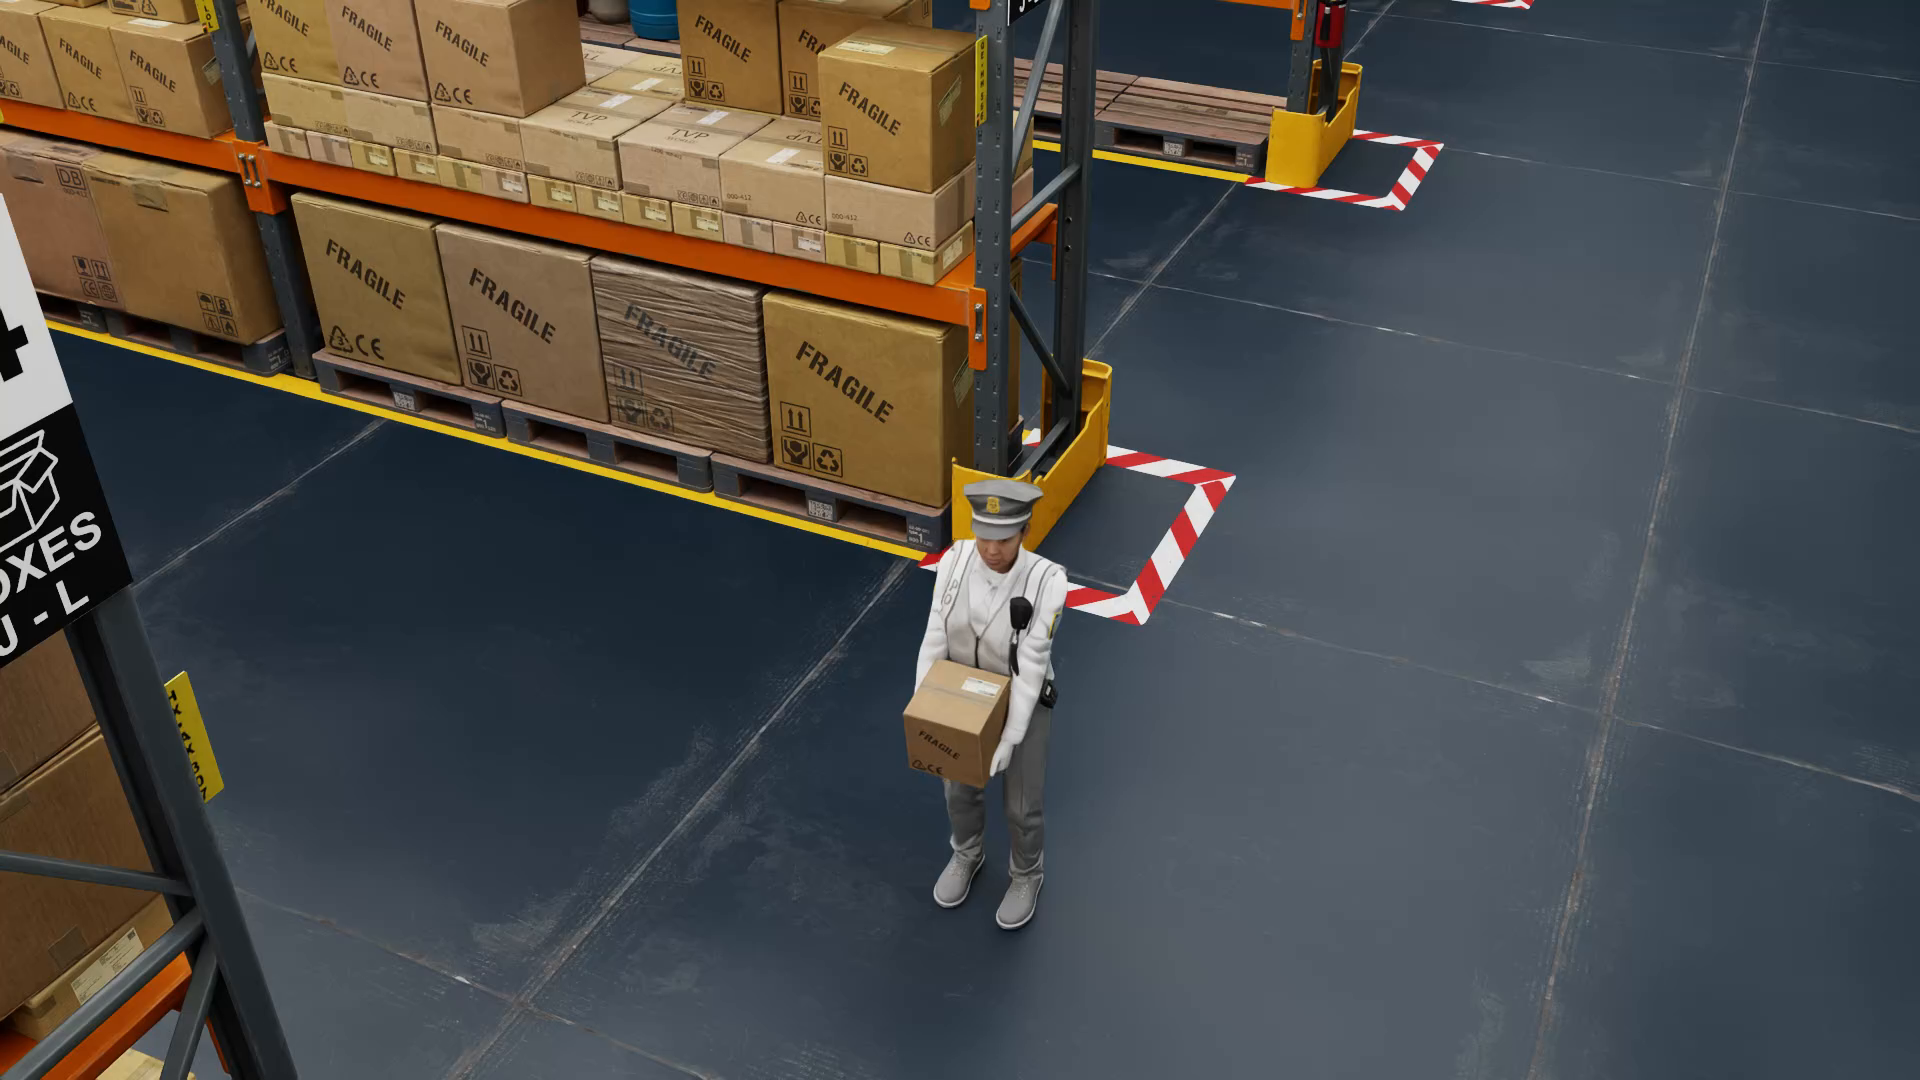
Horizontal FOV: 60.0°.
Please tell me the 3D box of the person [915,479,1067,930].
[{"bbox_3d":[0.088,0.564,5.289,0.417,1.687,0.523,14,36,20],"label":"person"}]
